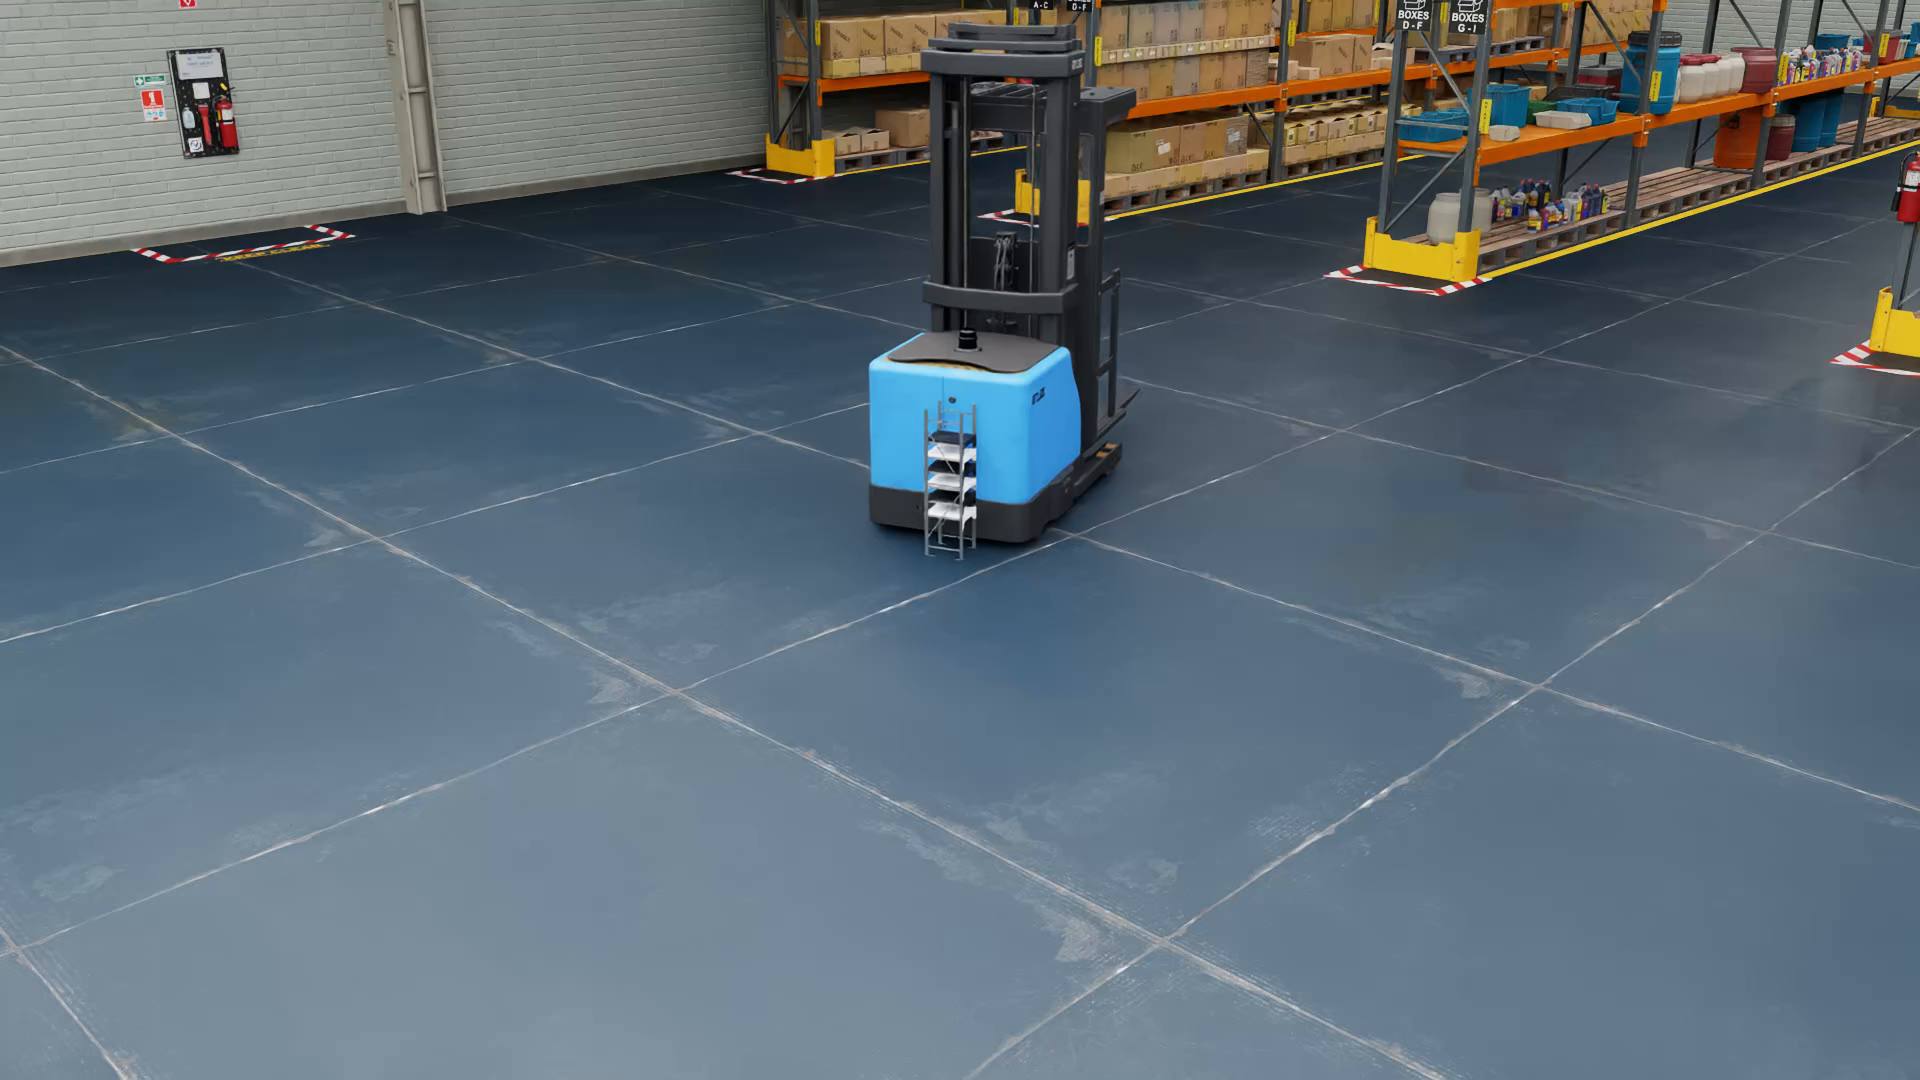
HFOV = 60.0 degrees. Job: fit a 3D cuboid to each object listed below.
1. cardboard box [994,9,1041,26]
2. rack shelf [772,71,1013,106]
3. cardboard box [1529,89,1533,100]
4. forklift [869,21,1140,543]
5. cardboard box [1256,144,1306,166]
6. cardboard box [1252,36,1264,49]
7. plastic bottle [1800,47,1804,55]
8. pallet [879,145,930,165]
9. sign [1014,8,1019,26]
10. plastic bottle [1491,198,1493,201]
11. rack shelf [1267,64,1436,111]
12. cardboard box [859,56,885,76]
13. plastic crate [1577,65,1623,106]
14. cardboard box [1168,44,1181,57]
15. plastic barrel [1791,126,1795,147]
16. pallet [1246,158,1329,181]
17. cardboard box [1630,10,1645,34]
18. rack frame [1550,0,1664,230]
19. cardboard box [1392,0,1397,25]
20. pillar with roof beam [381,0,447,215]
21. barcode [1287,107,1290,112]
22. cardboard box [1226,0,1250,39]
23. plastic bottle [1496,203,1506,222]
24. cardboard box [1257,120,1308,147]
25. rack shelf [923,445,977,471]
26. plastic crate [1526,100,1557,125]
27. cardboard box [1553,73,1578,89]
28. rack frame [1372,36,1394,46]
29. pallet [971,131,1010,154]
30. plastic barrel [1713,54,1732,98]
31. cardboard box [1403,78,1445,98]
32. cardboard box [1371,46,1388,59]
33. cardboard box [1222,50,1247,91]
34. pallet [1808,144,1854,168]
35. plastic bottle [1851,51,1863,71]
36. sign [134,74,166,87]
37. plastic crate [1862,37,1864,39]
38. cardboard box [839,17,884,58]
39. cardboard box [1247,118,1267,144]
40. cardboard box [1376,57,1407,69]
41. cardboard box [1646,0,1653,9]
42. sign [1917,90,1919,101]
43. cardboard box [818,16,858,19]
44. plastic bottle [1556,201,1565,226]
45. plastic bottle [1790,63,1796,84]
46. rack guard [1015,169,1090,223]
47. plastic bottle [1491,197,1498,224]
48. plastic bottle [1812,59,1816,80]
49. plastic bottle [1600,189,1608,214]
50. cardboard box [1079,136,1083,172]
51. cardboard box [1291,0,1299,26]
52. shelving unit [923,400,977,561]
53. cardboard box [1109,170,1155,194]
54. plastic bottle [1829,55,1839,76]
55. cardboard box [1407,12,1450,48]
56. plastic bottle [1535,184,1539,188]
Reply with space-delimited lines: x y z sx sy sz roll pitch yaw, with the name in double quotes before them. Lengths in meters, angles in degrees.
"cardboard box" 0.837 -8.049 26.084 0.700 0.500 0.500 19 28 41
"rack shelf" -0.938 -6.825 24.654 1.077 0.370 4.000 19 28 41
"cardboard box" 9.101 -7.208 27.517 0.500 0.500 0.500 19 28 41
"forklift" 0.466 -1.847 10.795 1.130 2.935 3.031 8 23 20
"cardboard box" 4.468 -5.391 23.166 0.500 0.250 0.500 18 28 39
"cardboard box" 3.799 -6.599 22.019 0.380 0.149 0.250 19 28 40
"plastic bottle" 12.482 -7.176 24.726 0.061 0.283 0.133 19 28 41
"pallet" -0.837 -5.877 25.071 1.003 0.211 1.213 19 28 41
"sign" 0.852 -7.945 25.359 0.100 0.325 0.005 19 28 41
"plastic bottle" 5.928 -3.741 18.810 0.152 0.276 0.135 20 28 41
"rack shelf" 5.405 -6.615 24.106 1.077 0.370 4.000 19 28 41
"cardboard box" -1.413 -6.769 23.687 0.500 0.250 0.500 18 28 39
"plastic crate" 7.674 -5.427 19.923 0.402 0.464 0.583 19 28 41
"cardboard box" 2.544 -6.136 20.815 0.380 0.149 0.250 19 28 40
"plastic barrel" 11.793 -5.846 23.987 0.421 0.512 0.421 0 21 0
"pallet" 4.495 -5.334 23.658 1.003 0.211 1.213 19 28 41
"cardboard box" 11.904 -9.250 29.821 0.500 0.500 0.500 20 28 41
"rack frame" 7.556 -5.196 19.411 1.000 3.000 0.127 19 28 41
"cardboard box" 8.480 -10.766 33.486 0.700 0.700 0.980 -19 28 -40
"pillar with roof beam" -3.565 -7.224 16.326 9.100 9.000 0.400 19 28 41
"barcode" 4.486 -5.884 22.736 0.001 0.075 0.075 19 28 41
"cardboard box" 3.353 -6.843 21.749 0.700 0.500 0.500 19 28 41
"plastic bottle" 6.127 -3.716 18.848 0.097 0.201 0.097 0 21 0
"cardboard box" 4.476 -5.655 23.071 0.500 0.311 0.500 19 28 41
"rack shelf" -0.056 -0.483 9.668 0.258 0.077 0.200 8 23 20
"plastic crate" 6.407 -4.818 18.725 0.450 0.188 0.662 19 28 41
"cardboard box" 10.897 -8.017 29.618 0.797 0.503 0.637 19 28 41
"rack frame" 8.829 -10.760 33.888 1.000 3.000 0.127 19 28 41
"pallet" 0.014 -6.192 25.890 1.003 0.211 1.213 19 28 41
"plastic barrel" 9.488 -5.850 20.957 0.421 0.512 0.421 0 21 0
"cardboard box" 7.320 -7.168 26.368 0.500 0.250 0.500 -19 28 -40
"cardboard box" 6.037 -7.241 24.858 0.500 0.311 0.500 19 28 40
"cardboard box" 3.341 -6.230 21.963 0.700 0.500 0.500 19 28 40
"pallet" 12.569 -5.763 24.773 1.003 0.211 1.213 19 28 41
"plastic bottle" 13.093 -7.012 24.310 0.152 0.276 0.135 19 28 41
"sign" -8.851 -5.022 18.171 0.001 0.109 0.331 19 28 41
"plastic crate" 14.600 -7.911 26.625 0.416 0.233 0.300 19 28 41
"cardboard box" -1.432 -7.108 23.524 0.500 0.500 0.500 19 28 41
"cardboard box" 4.087 -5.786 23.414 0.500 0.311 0.500 19 28 41
"cardboard box" 6.370 -7.047 24.578 0.380 0.149 0.250 19 28 41
"cardboard box" 12.267 -9.851 29.990 0.500 0.500 0.500 19 28 40
"sign" 7.930 -3.760 13.621 0.100 0.325 0.005 19 28 41
"cardboard box" -1.798 -7.238 23.860 0.500 0.500 0.500 -20 29 -41
"plastic bottle" 6.704 -3.653 18.588 0.097 0.271 0.097 0 21 0
"plastic bottle" 11.202 -6.315 22.497 0.152 0.276 0.135 19 28 41
"rack guard" 1.202 -4.235 20.396 1.175 0.500 0.348 19 28 41
"plastic bottle" 6.005 -3.718 18.740 0.061 0.283 0.133 19 28 41
"plastic bottle" 11.786 -6.514 23.020 0.097 0.271 0.097 0 21 0
"plastic bottle" 7.457 -3.927 19.283 0.133 0.283 0.061 -18 28 -39
"cardboard box" 1.380 -4.883 20.800 0.500 0.500 0.500 19 28 41
"cardboard box" 5.897 -9.745 30.665 0.500 0.500 0.500 19 28 40
"shelving unit" -0.056 -0.346 9.720 0.258 0.900 0.210 8 23 20
"cardboard box" 2.099 -4.532 20.933 0.500 0.250 0.500 19 28 41
"plastic bottle" 12.393 -6.754 23.638 0.152 0.276 0.135 19 28 41
"cardboard box" 7.158 -7.897 25.716 0.700 0.500 0.500 9 23 23
"plastic bottle" 6.814 -4.067 19.659 0.135 0.276 0.152 -19 28 -40
